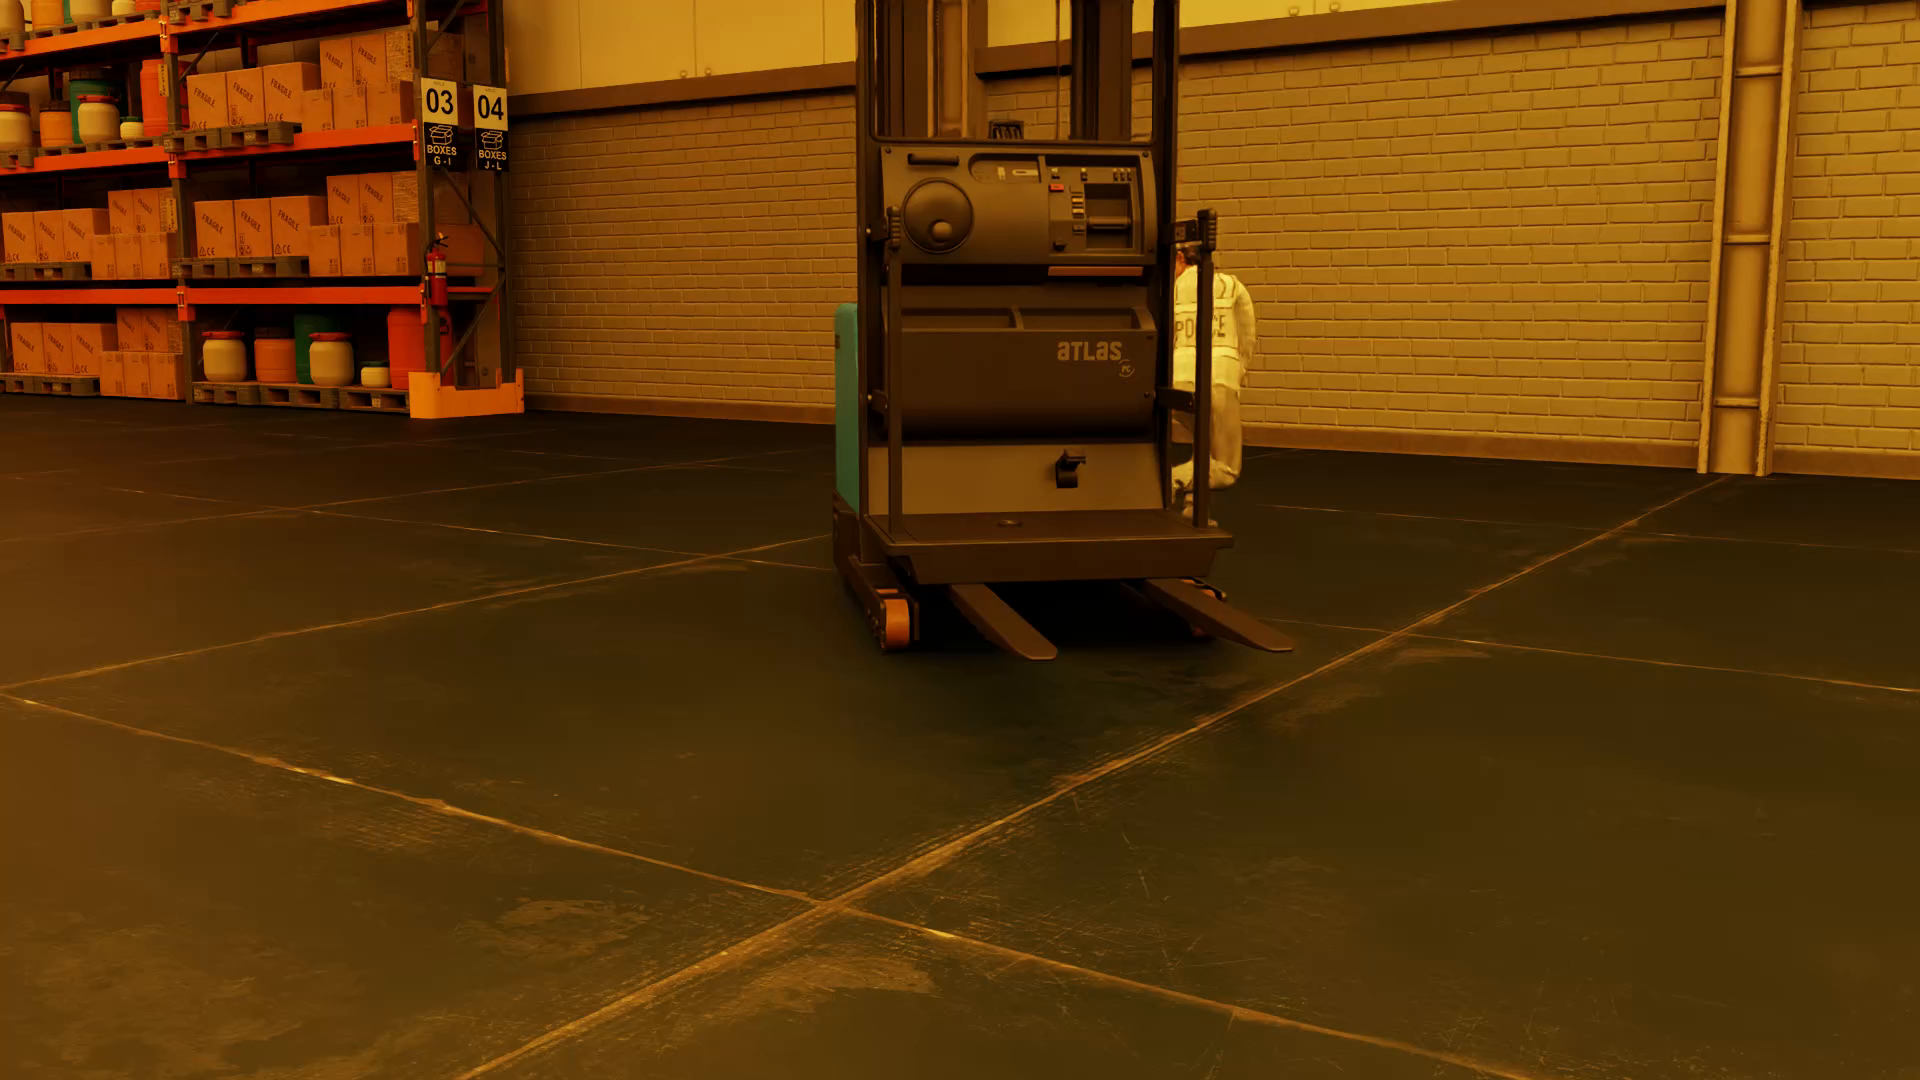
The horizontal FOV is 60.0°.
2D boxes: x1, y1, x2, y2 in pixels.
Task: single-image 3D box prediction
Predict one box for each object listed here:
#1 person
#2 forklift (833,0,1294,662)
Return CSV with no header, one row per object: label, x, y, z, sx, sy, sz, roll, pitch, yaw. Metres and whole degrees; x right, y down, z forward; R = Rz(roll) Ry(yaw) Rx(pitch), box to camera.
person,1.040,-0.734,7.822,0.573,1.440,0.775,4,9,26
forklift,0.239,-1.162,5.363,1.130,2.935,3.031,-1,8,-10
